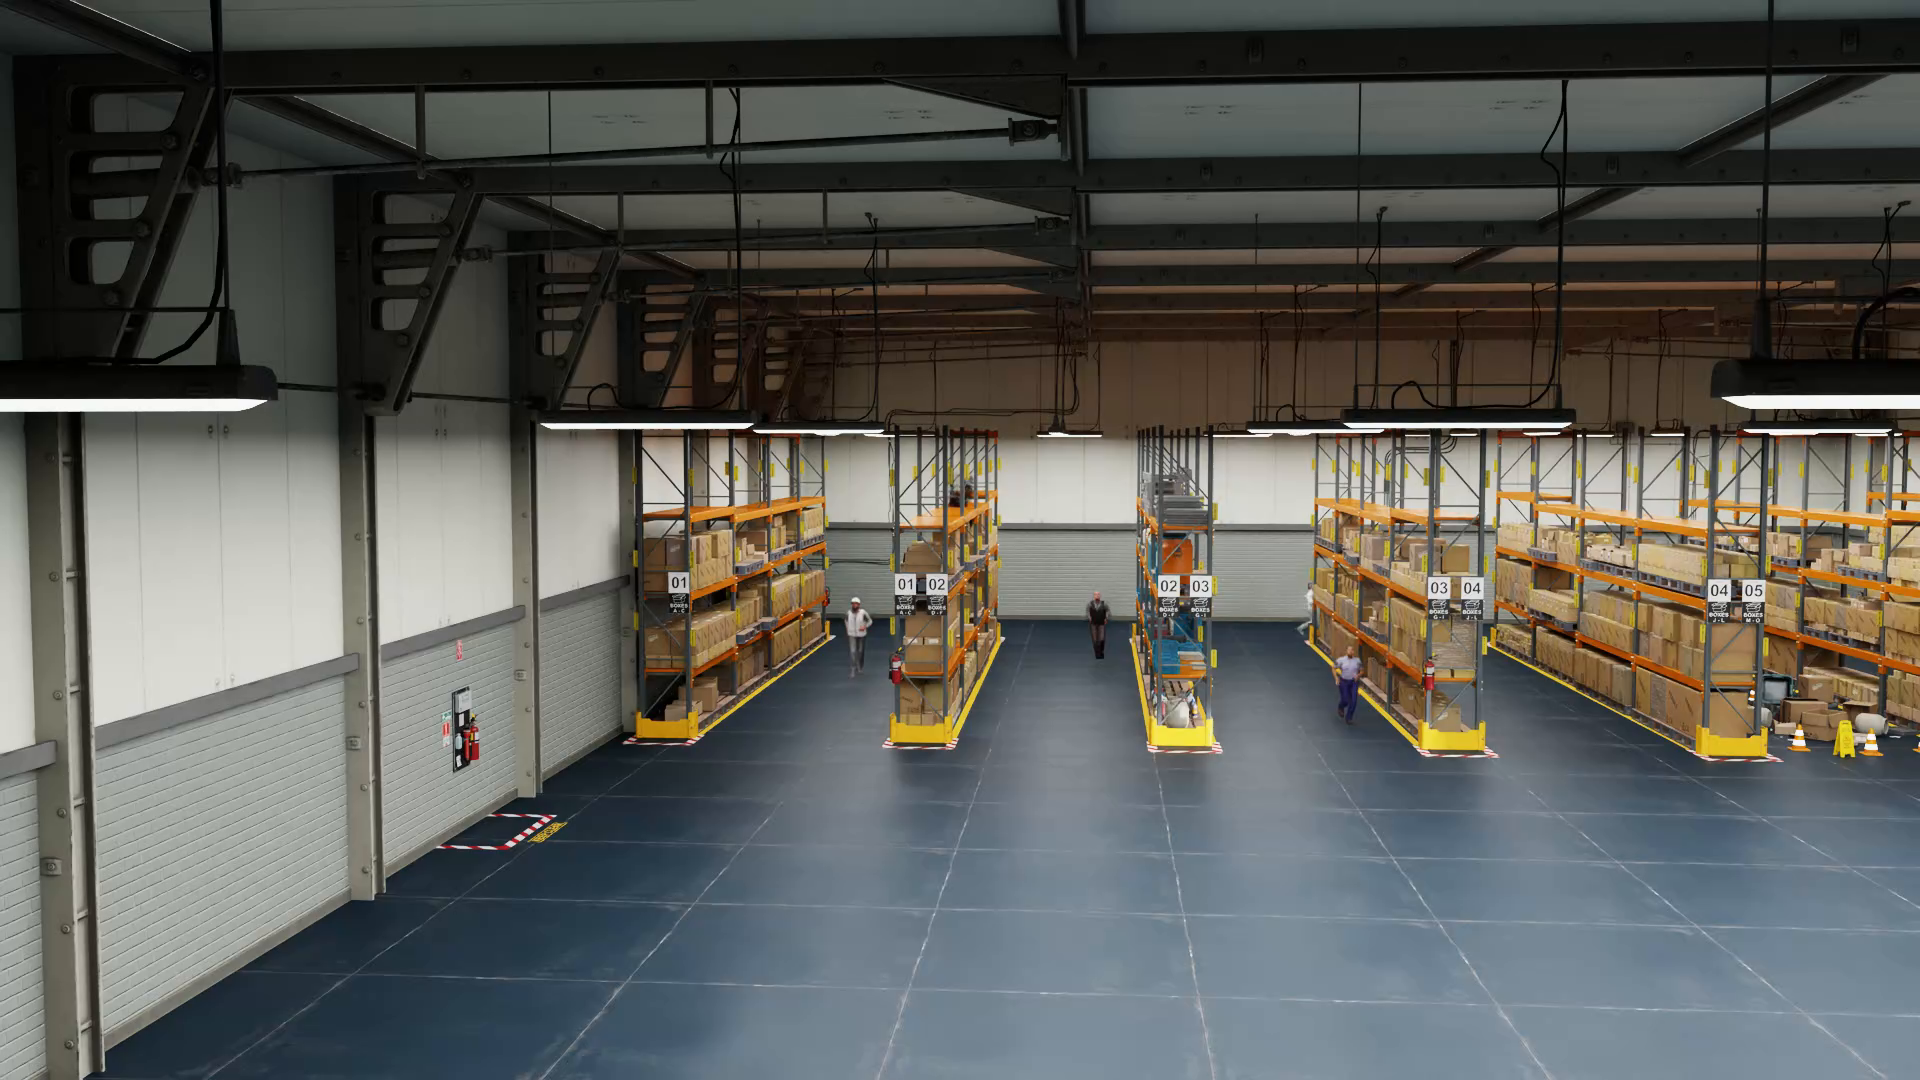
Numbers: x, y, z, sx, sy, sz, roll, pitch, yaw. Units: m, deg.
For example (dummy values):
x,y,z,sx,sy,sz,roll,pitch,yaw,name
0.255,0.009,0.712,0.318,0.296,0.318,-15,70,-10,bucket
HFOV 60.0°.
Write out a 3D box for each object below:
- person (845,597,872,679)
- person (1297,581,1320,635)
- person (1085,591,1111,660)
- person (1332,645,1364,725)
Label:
x,y,z,sx,sy,sz,roll,pitch,yaw,name
-2.361,2.245,38.545,0.675,1.849,0.730,0,3,7,person
10.260,1.995,48.048,0.971,1.650,0.626,2,4,28,person
3.410,2.126,41.166,0.634,1.719,0.567,0,3,7,person
7.833,2.912,33.498,0.619,1.596,0.556,0,3,-2,person
